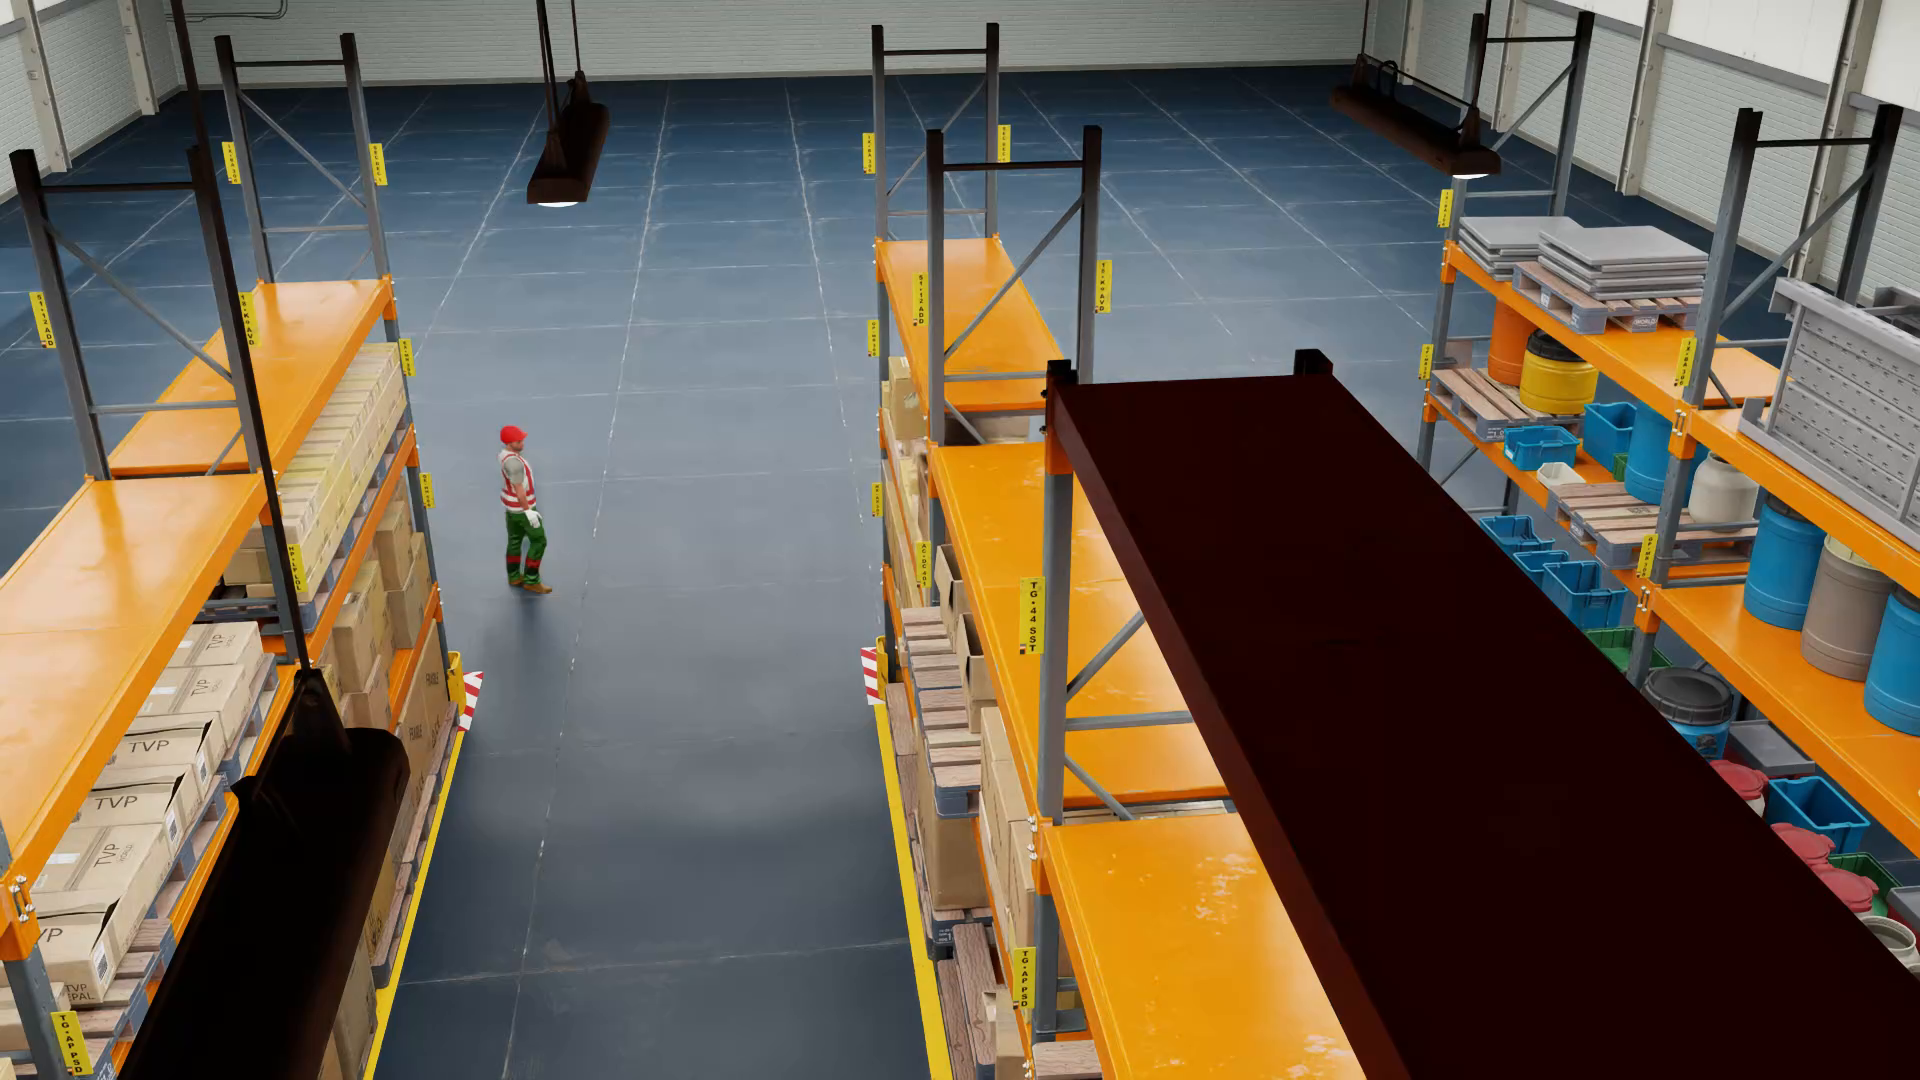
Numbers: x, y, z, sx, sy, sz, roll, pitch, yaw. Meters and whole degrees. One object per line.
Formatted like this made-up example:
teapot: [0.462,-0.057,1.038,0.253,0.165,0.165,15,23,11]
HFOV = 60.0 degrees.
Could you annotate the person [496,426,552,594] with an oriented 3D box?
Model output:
person: [-4.504,-0.308,17.049,0.365,1.806,0.680,-16,30,-30]
